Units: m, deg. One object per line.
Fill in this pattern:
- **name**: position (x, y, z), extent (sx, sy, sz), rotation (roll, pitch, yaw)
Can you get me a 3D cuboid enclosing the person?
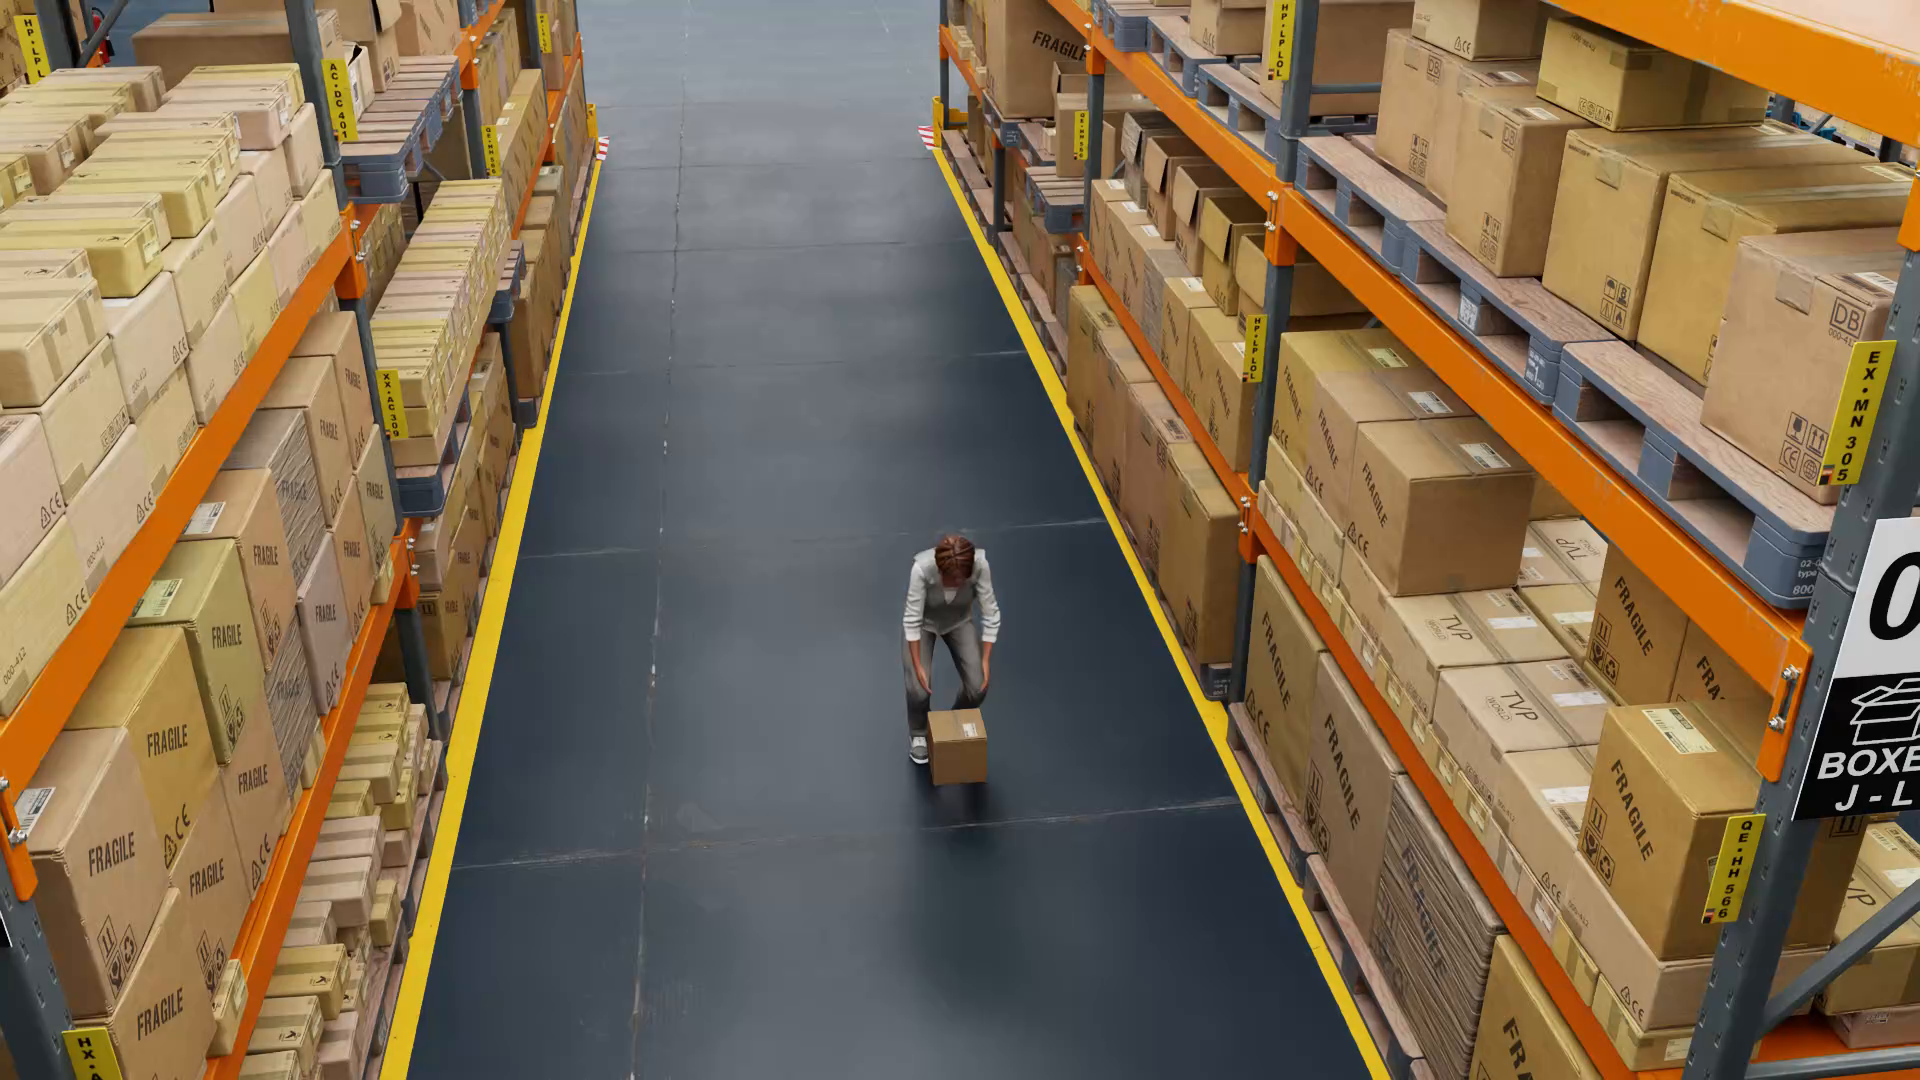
- **person**: position (-0.051, 0.486, 8.016), extent (0.462, 1.311, 0.639), rotation (-4, 28, -7)
